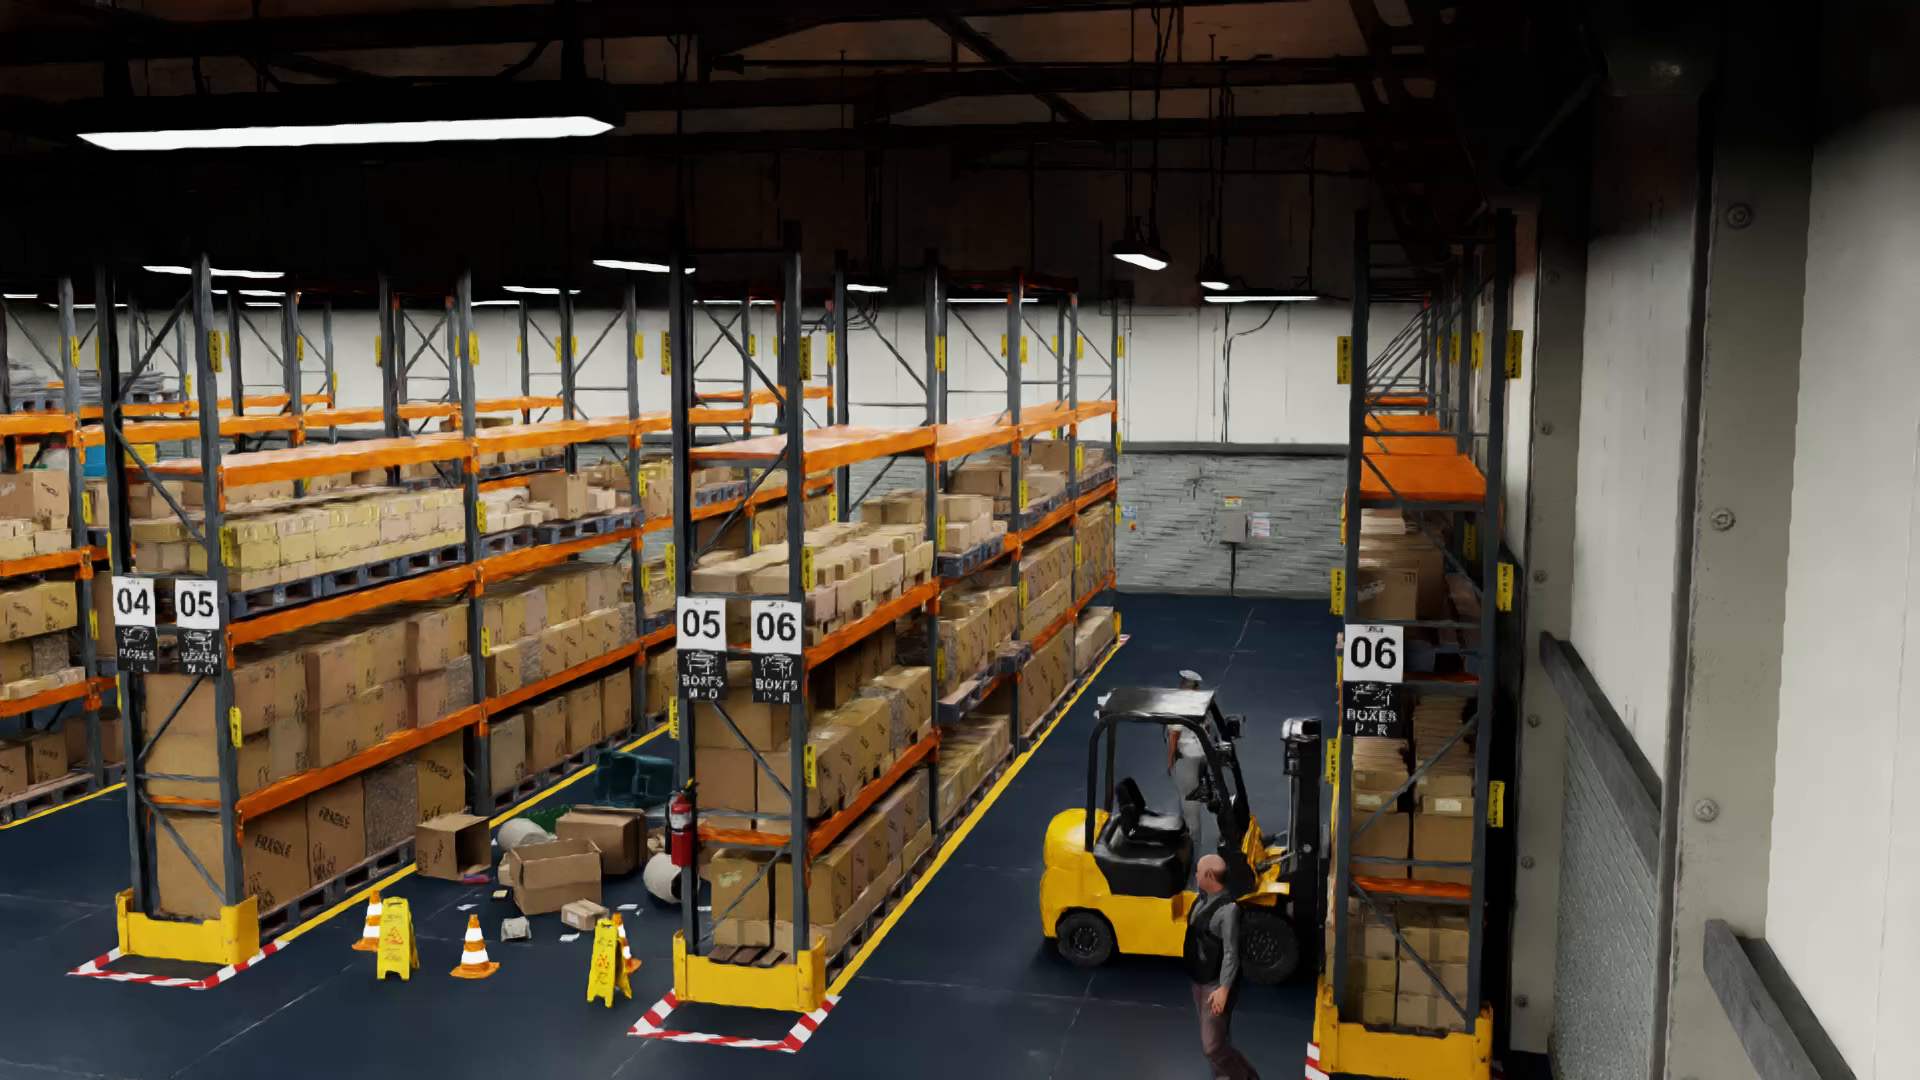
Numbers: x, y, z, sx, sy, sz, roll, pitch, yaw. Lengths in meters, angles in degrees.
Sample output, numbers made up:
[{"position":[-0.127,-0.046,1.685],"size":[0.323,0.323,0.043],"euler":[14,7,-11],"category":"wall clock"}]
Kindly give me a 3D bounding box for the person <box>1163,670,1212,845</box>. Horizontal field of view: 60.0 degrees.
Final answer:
[{"position":[2.319,2.209,17.082],"size":[0.586,1.746,0.653],"euler":[6,9,41],"category":"person"}]

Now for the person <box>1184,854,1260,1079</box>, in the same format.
[{"position":[1.765,3.006,11.125],"size":[0.471,1.614,0.690],"euler":[-2,7,-15],"category":"person"}]
